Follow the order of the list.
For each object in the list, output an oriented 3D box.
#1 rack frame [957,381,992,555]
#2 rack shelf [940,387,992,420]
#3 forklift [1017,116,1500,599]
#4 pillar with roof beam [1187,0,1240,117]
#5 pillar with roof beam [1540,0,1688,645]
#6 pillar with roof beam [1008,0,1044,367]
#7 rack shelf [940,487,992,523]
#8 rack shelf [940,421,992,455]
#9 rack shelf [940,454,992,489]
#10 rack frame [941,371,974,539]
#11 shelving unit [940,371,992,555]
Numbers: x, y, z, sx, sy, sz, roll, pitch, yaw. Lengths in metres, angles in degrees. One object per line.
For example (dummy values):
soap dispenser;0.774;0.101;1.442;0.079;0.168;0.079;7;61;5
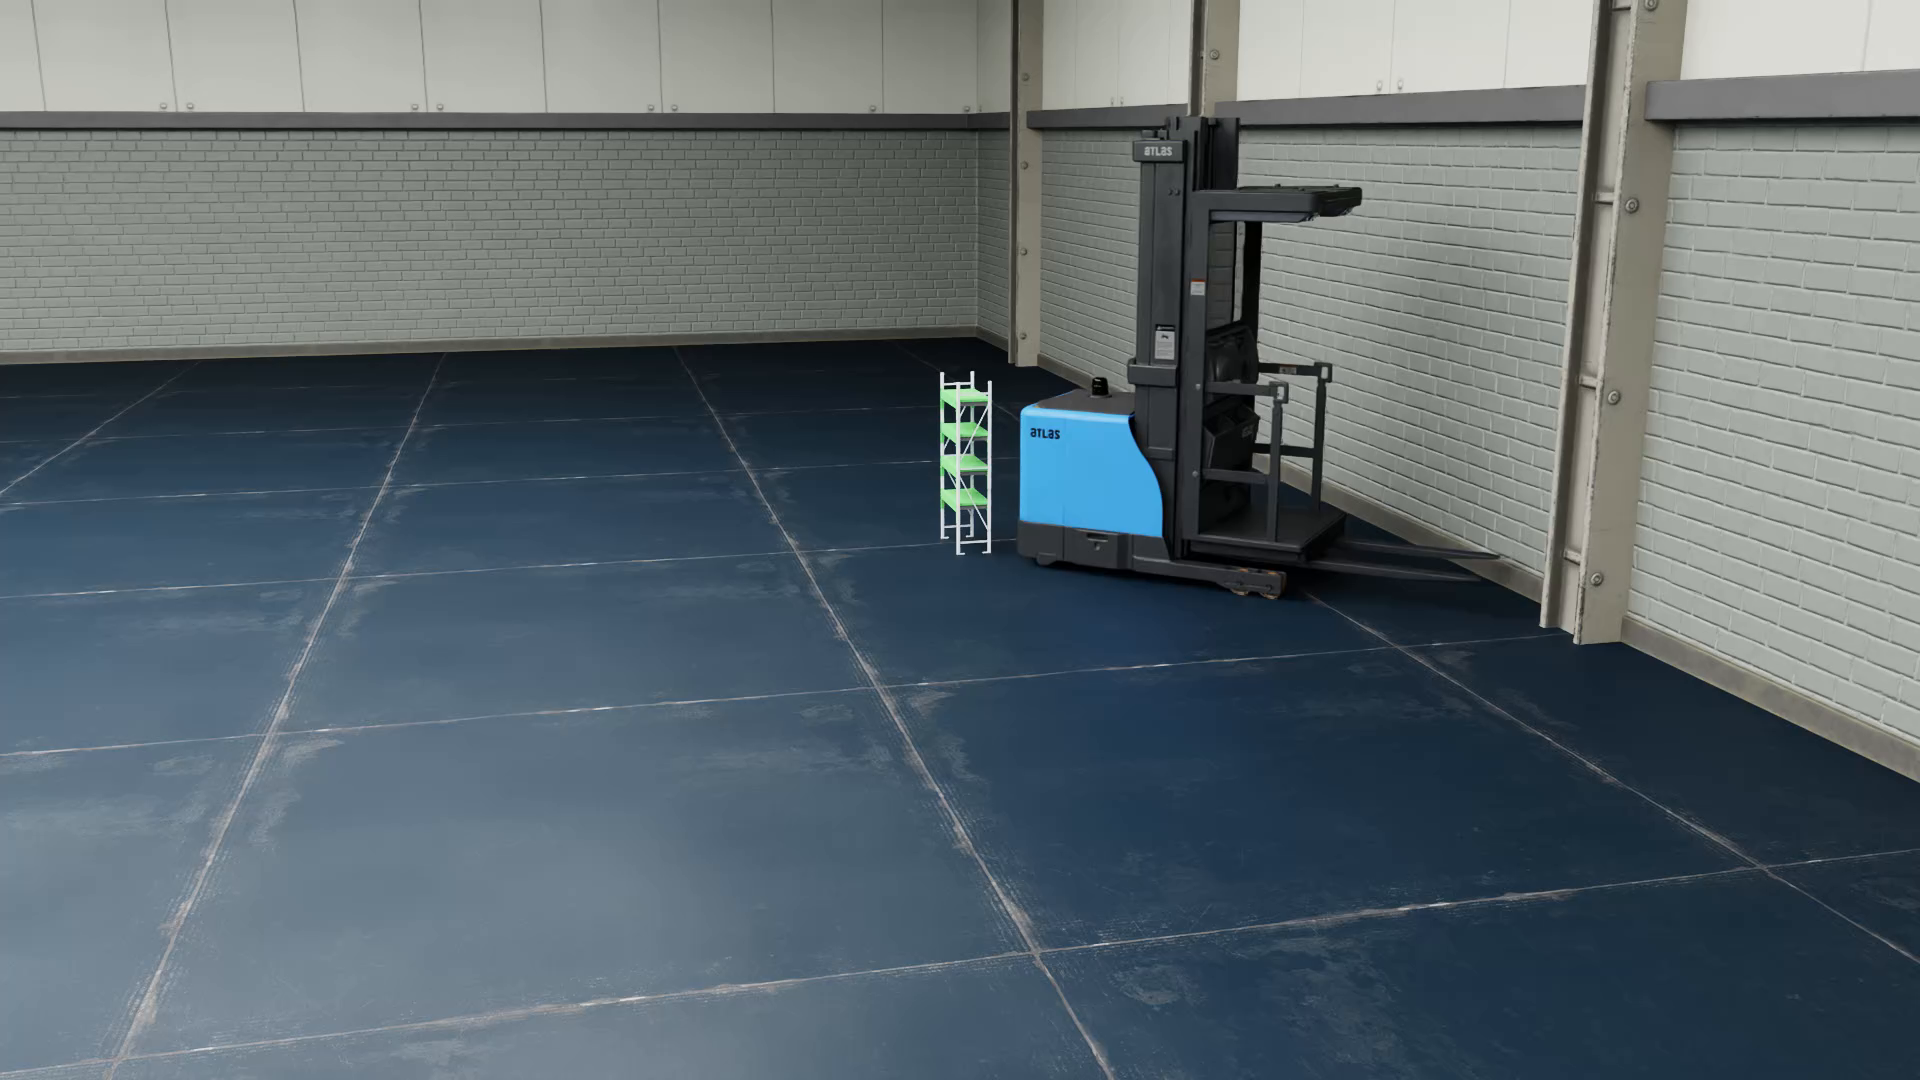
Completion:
rack frame;0.096;-0.488;11.398;0.240;1.200;0.015;-3;14;-13
rack shelf;0.039;-0.949;11.530;0.258;0.148;0.480;-3;14;-13
forklift;1.935;-1.199;10.657;3.031;2.935;1.130;7;15;27
pillar with roof beam;-1.965;-4.973;13.322;9.100;9.000;0.400;-3;14;-13
pillar with roof beam;-0.556;-3.589;7.656;9.100;9.000;0.400;-3;14;-13
pillar with roof beam;-3.374;-6.357;18.987;9.100;9.000;0.400;-3;14;-13
rack shelf;0.039;-0.249;11.700;0.258;0.148;0.480;-3;14;-13
rack shelf;0.039;-0.716;11.587;0.258;0.148;0.480;-3;14;-13
rack shelf;0.039;-0.483;11.644;0.258;0.148;0.480;-3;14;-13
rack frame;-0.018;-0.601;11.859;0.240;1.200;0.015;-3;14;-13
shelving unit;0.039;-0.545;11.628;0.258;1.200;0.503;-3;14;-13
